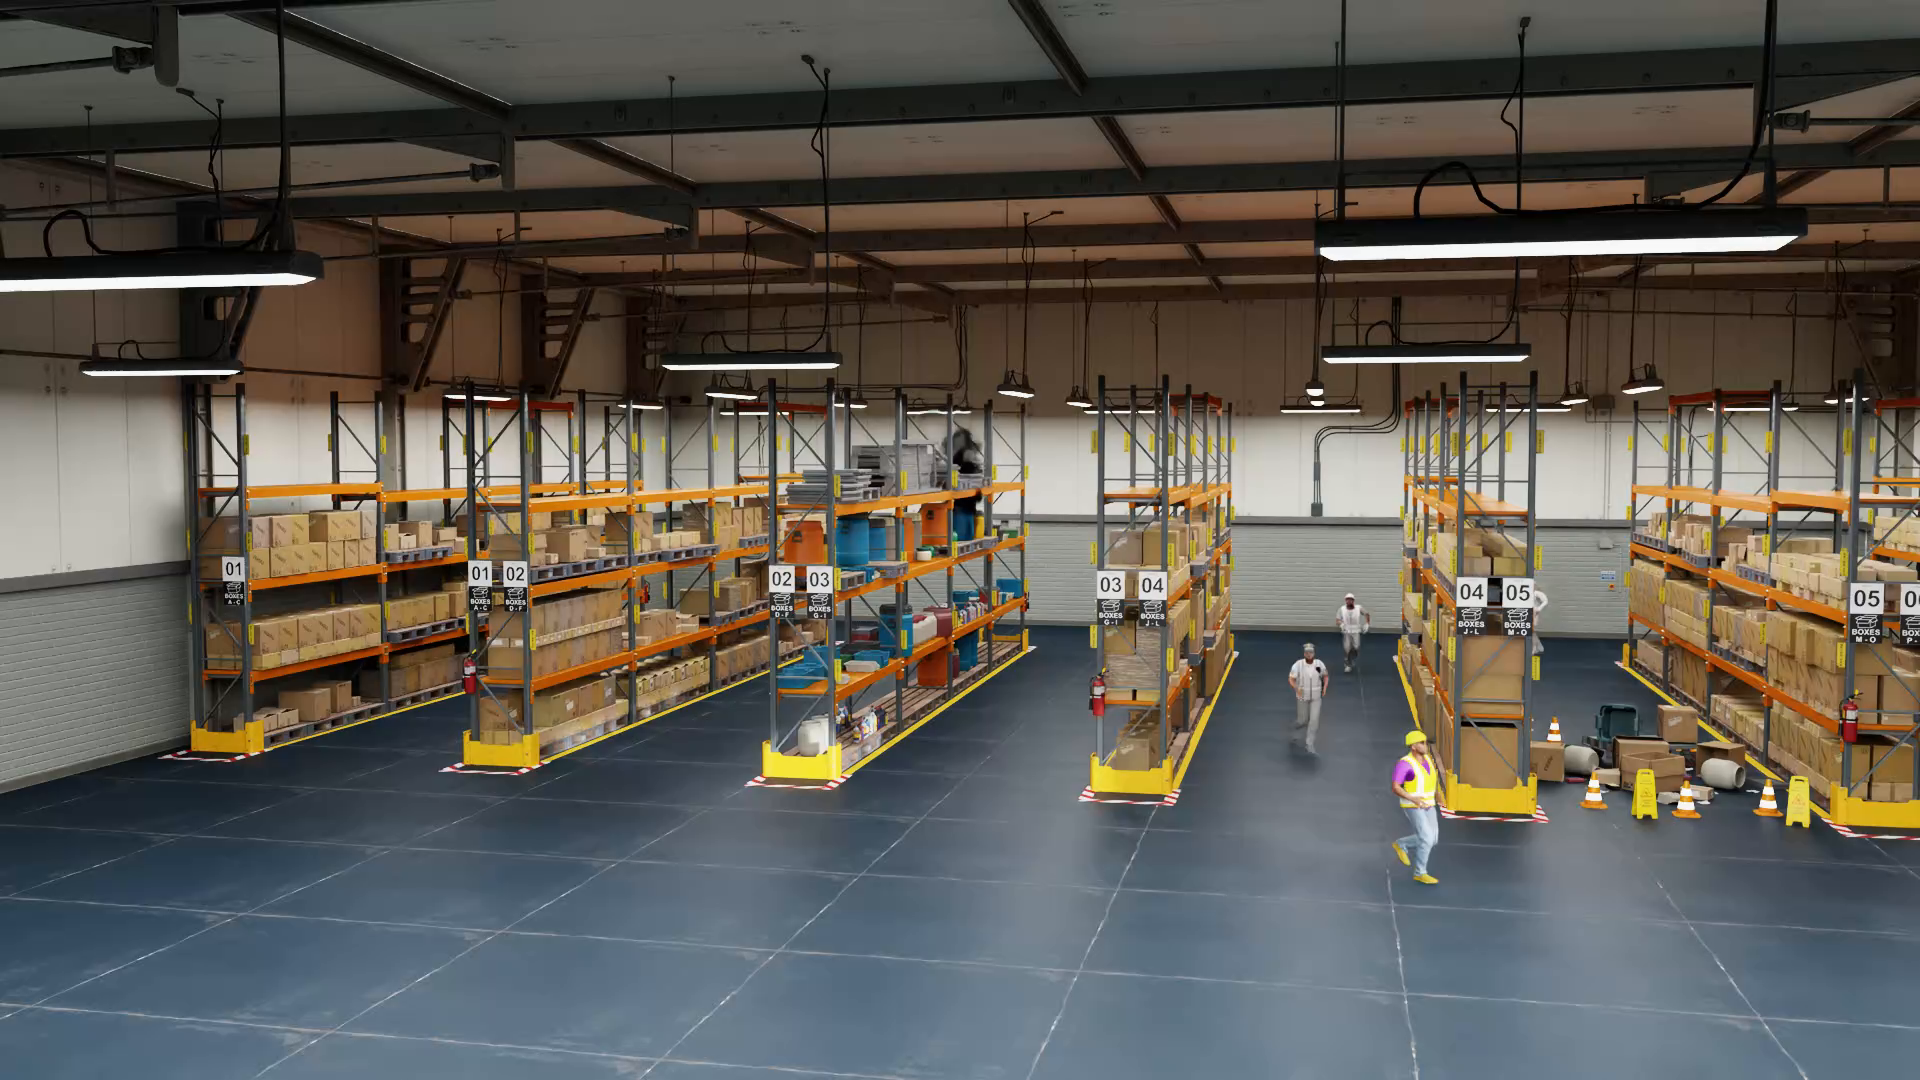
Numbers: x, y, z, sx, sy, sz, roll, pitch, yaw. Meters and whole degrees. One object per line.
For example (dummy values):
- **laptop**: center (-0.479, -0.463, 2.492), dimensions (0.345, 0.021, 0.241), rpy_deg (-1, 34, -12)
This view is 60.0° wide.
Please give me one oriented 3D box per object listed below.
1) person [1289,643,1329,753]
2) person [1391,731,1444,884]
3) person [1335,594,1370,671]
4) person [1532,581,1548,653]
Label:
- **person**: center (5.750, 2.572, 27.387), dimensions (0.666, 1.775, 0.749), rpy_deg (0, 3, 2)
- **person**: center (5.207, 3.043, 19.095), dimensions (0.722, 1.726, 0.653), rpy_deg (-3, 4, -41)
- **person**: center (8.611, 2.042, 36.523), dimensions (0.722, 1.734, 0.709), rpy_deg (1, 3, 16)
- **person**: center (13.547, 1.869, 39.568), dimensions (0.742, 1.800, 0.689), rpy_deg (0, 3, -5)
